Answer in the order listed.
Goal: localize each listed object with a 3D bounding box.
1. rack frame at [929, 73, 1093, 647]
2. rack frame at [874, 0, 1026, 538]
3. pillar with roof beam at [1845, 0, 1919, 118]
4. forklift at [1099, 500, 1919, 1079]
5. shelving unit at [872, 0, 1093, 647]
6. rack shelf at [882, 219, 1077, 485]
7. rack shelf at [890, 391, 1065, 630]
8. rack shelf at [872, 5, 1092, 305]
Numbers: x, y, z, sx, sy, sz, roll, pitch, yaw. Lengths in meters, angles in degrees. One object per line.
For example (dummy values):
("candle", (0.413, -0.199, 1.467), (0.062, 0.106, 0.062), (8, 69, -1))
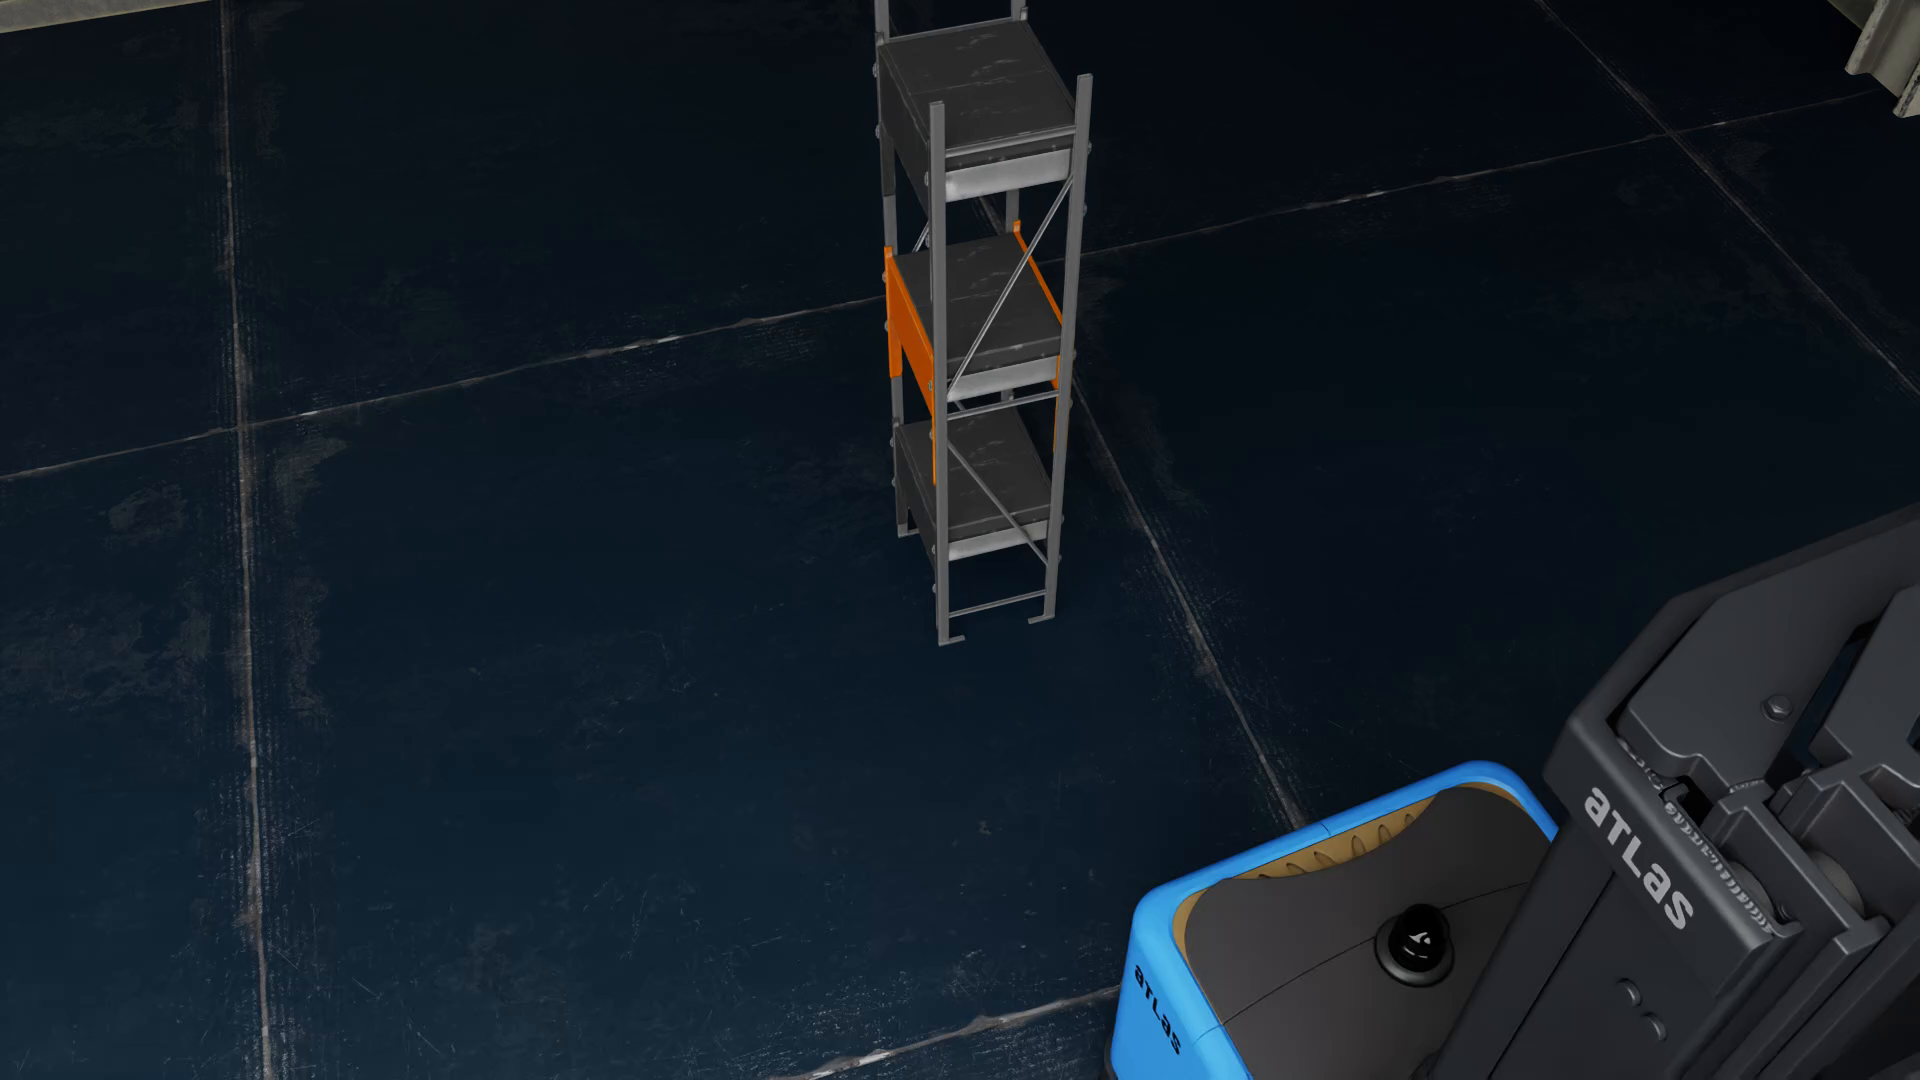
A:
("rack frame", (0.121, -0.378, 4.695), (0.400, 2.100, 0.015), (-13, 51, -11))
("rack frame", (-0.023, -0.734, 4.996), (0.400, 2.100, 0.015), (-13, 51, -11))
("pillar with roof beam", (0.109, -3.962, 3.205), (9.100, 9.000, 0.400), (-13, 51, -11))
("forklift", (1.417, 1.430, 2.628), (1.130, 2.935, 3.031), (-18, 52, -15))
("shelving unit", (0.049, -0.556, 4.845), (0.431, 2.100, 0.503), (-13, 51, -11))
("rack shelf", (0.049, -0.547, 4.856), (0.431, 0.518, 0.480), (-13, 51, -11))
("rack shelf", (0.049, -0.096, 5.391), (0.431, 0.518, 0.480), (-13, 51, -11))
("rack shelf", (0.049, -0.998, 4.321), (0.431, 0.518, 0.480), (-13, 51, -11))
